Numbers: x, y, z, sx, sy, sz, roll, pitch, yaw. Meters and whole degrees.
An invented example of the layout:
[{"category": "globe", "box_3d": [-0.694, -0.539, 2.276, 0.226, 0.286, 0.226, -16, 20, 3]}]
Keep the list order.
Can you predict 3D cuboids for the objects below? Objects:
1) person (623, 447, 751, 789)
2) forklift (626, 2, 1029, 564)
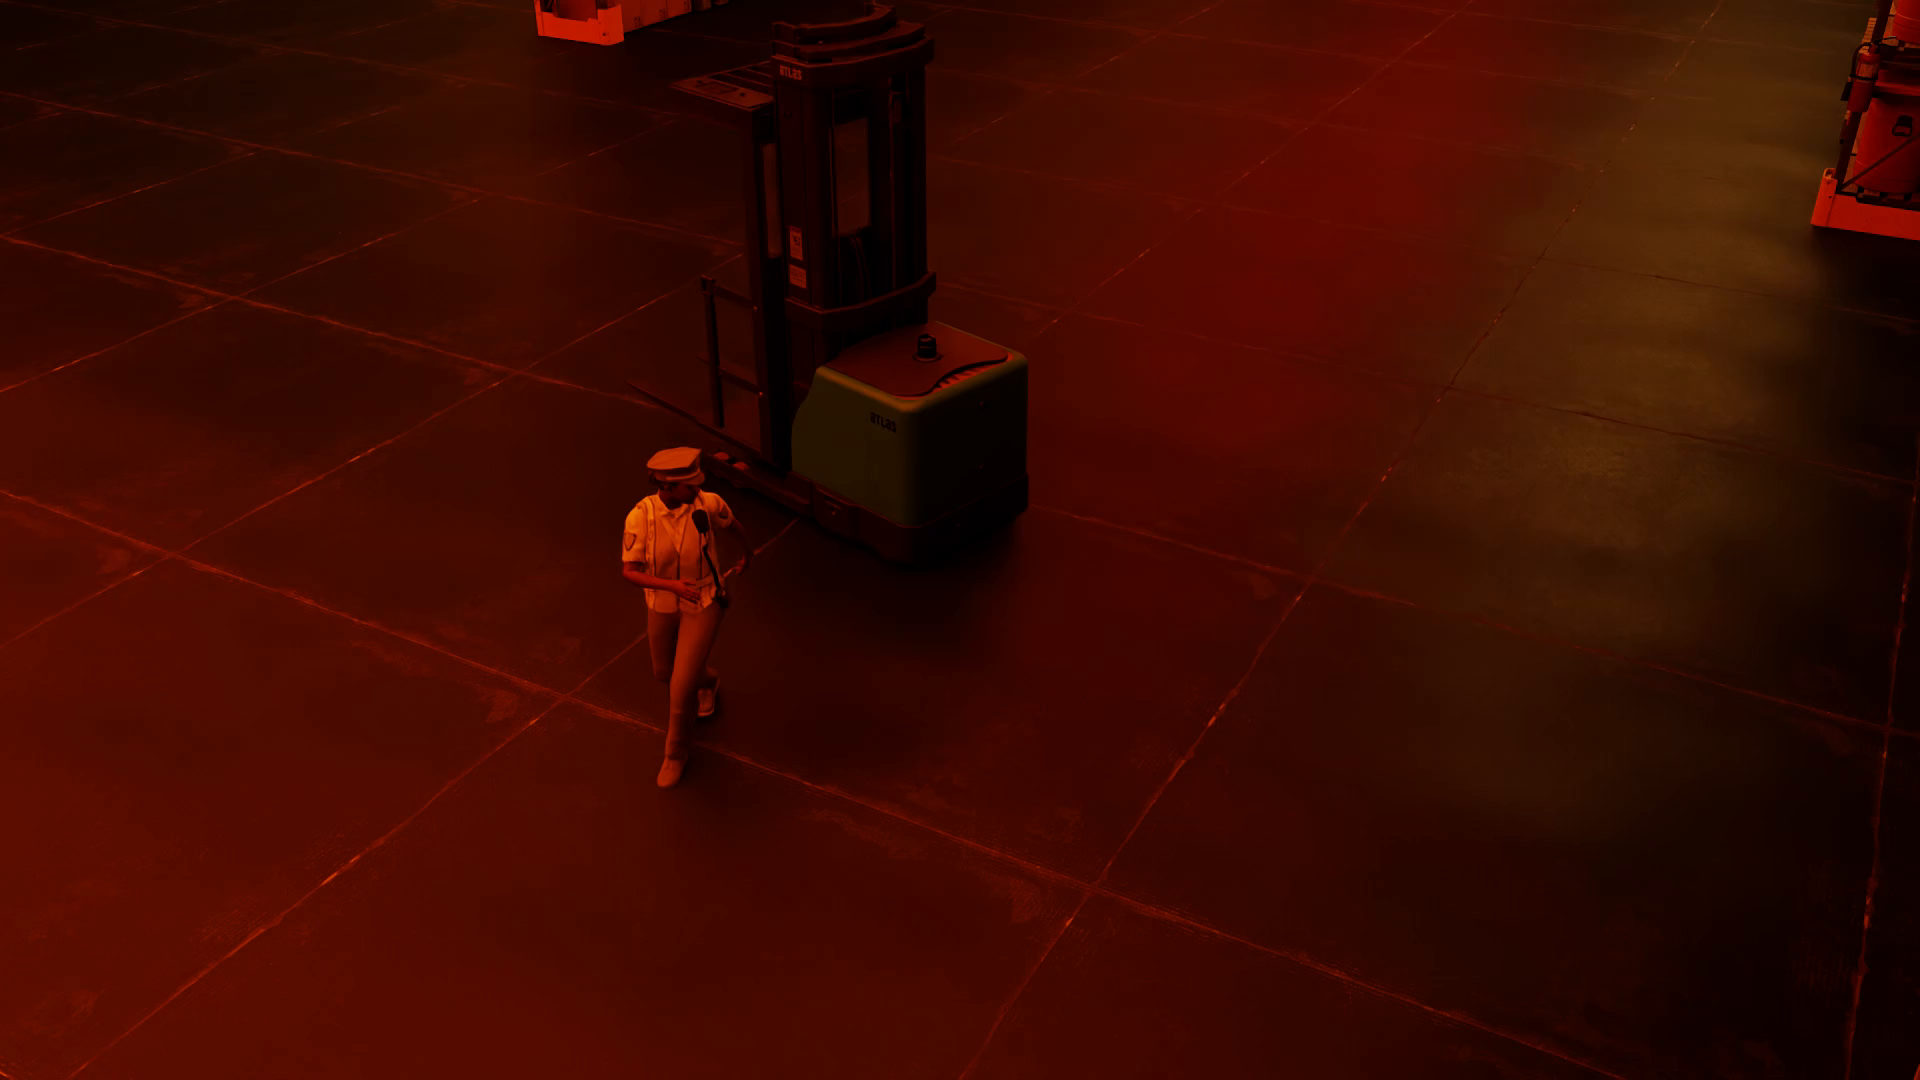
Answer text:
[{"category": "person", "box_3d": [-1.317, 0.308, 7.934, 0.470, 1.599, 0.890, 5, 30, 8]}, {"category": "forklift", "box_3d": [-0.987, -1.763, 10.126, 3.031, 2.935, 1.130, 26, 39, 37]}]
